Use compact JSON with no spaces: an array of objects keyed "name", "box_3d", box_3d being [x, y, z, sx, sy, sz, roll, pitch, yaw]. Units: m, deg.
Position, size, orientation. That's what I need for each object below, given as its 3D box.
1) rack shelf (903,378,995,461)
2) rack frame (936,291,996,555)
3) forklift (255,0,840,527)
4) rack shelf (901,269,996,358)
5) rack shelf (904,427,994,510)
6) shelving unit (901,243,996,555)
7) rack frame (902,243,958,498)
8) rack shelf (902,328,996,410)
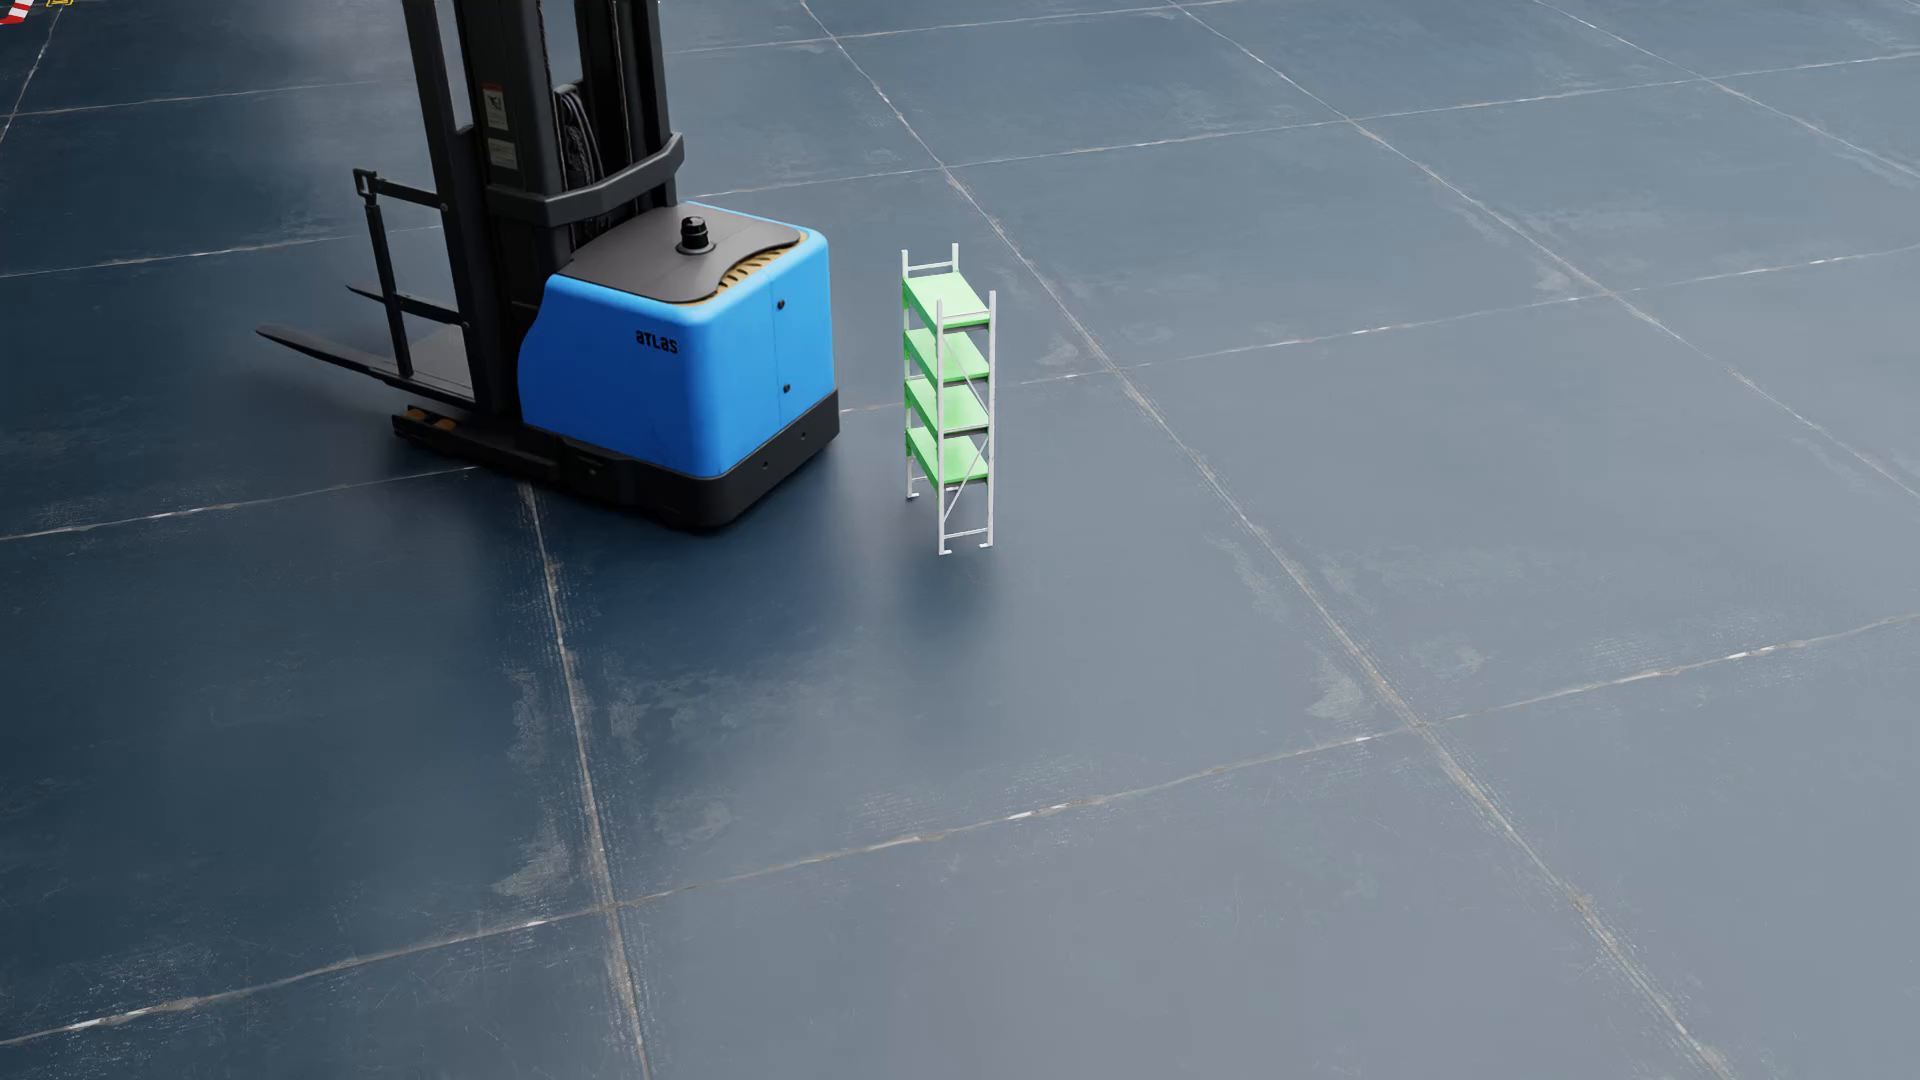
[{"name":"rack shelf","box_3d":[-0.050,-0.534,7.086,0.258,0.148,0.480,-10,35,-15]},{"name":"rack frame","box_3d":[0.024,-0.459,6.857,0.240,1.200,0.015,-10,35,-15]},{"name":"forklift","box_3d":[-2.110,-1.860,7.406,3.031,2.935,1.130,17,37,24]},{"name":"rack shelf","box_3d":[-0.050,-0.935,6.821,0.258,0.148,0.480,-10,35,-15]},{"name":"rack shelf","box_3d":[-0.050,-0.334,7.218,0.258,0.148,0.480,-10,35,-15]},{"name":"shelving unit","box_3d":[-0.050,-0.587,7.051,0.258,1.200,0.503,-10,35,-15]},{"name":"rack frame","box_3d":[-0.125,-0.716,7.245,0.240,1.200,0.015,-10,35,-15]},{"name":"rack shelf","box_3d":[-0.050,-0.734,6.954,0.258,0.148,0.480,-10,35,-15]}]
